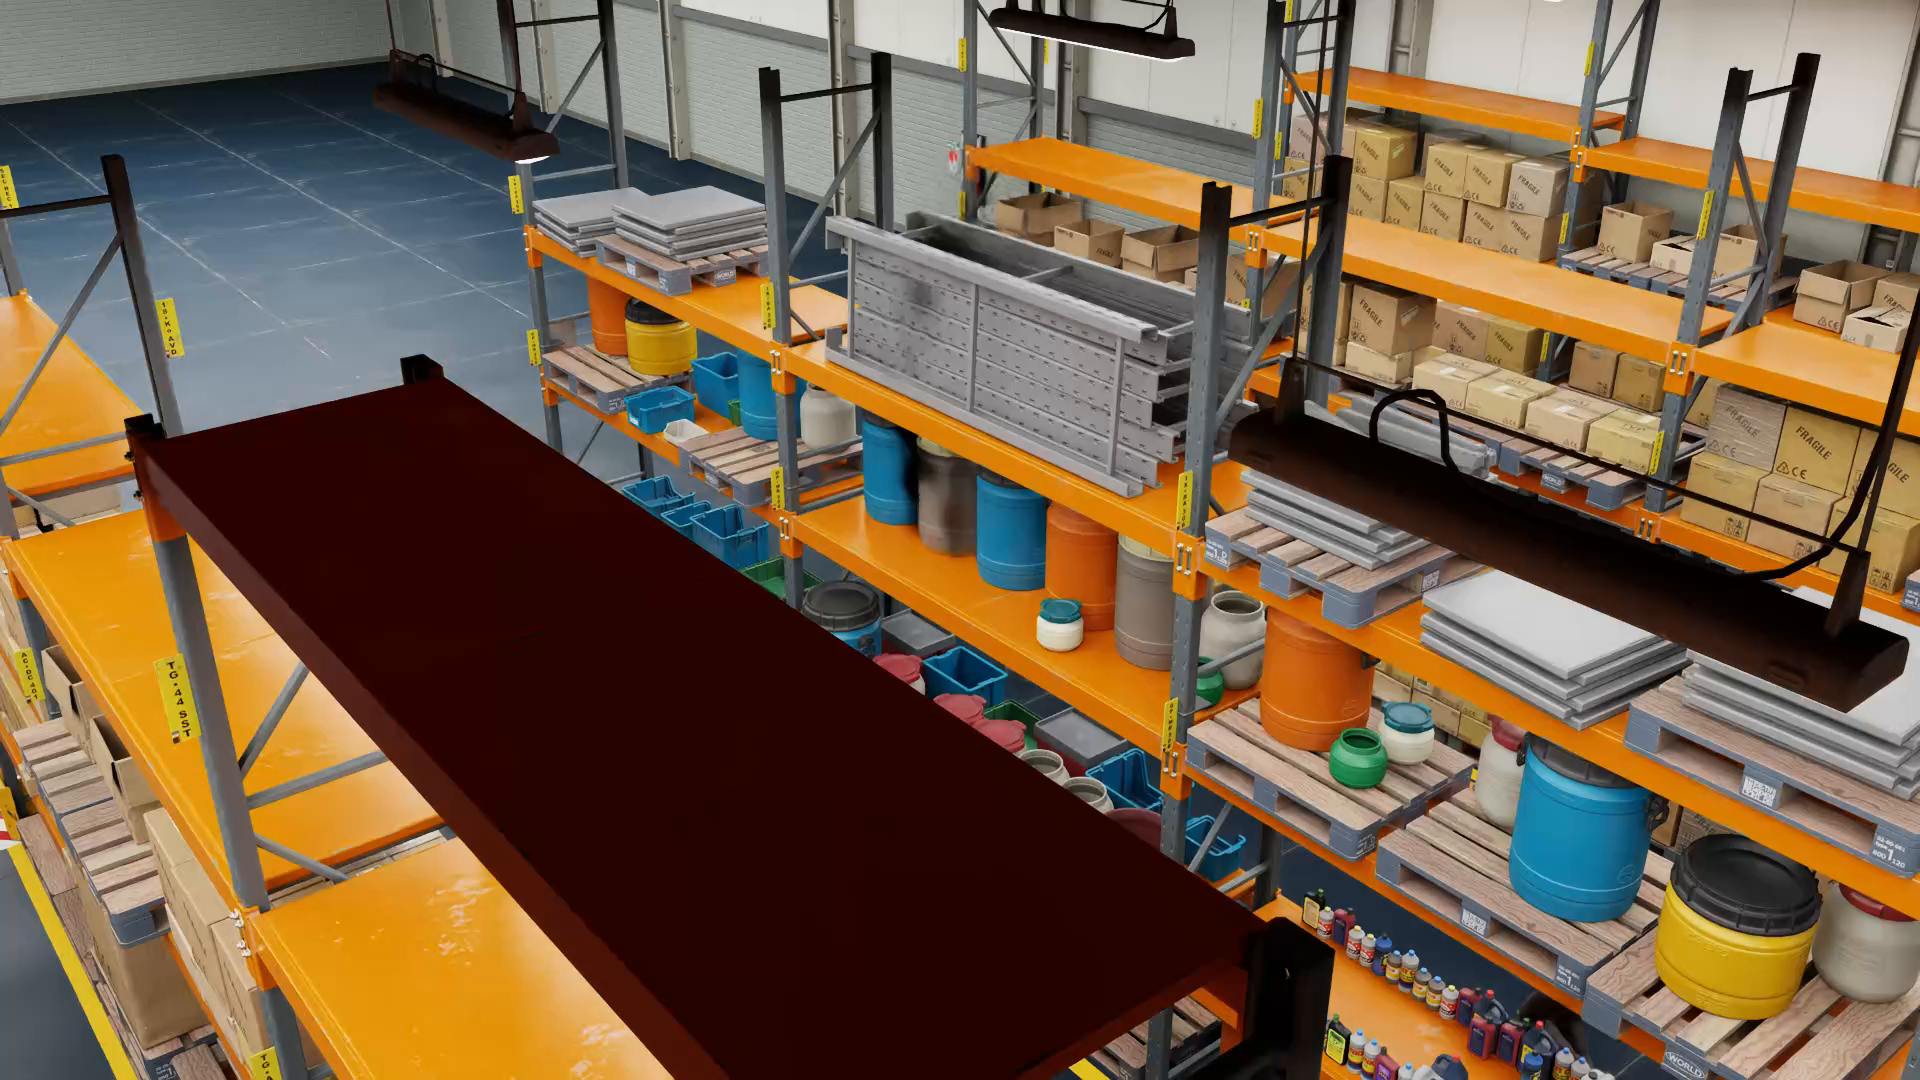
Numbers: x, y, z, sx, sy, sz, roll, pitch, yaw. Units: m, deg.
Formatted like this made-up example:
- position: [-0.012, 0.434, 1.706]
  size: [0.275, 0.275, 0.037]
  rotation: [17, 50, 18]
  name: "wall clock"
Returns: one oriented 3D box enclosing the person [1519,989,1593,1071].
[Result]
- position: [3.869, 2.777, 10.580]
  size: [0.602, 1.684, 0.647]
  rotation: [22, 33, 37]
  name: "person"
